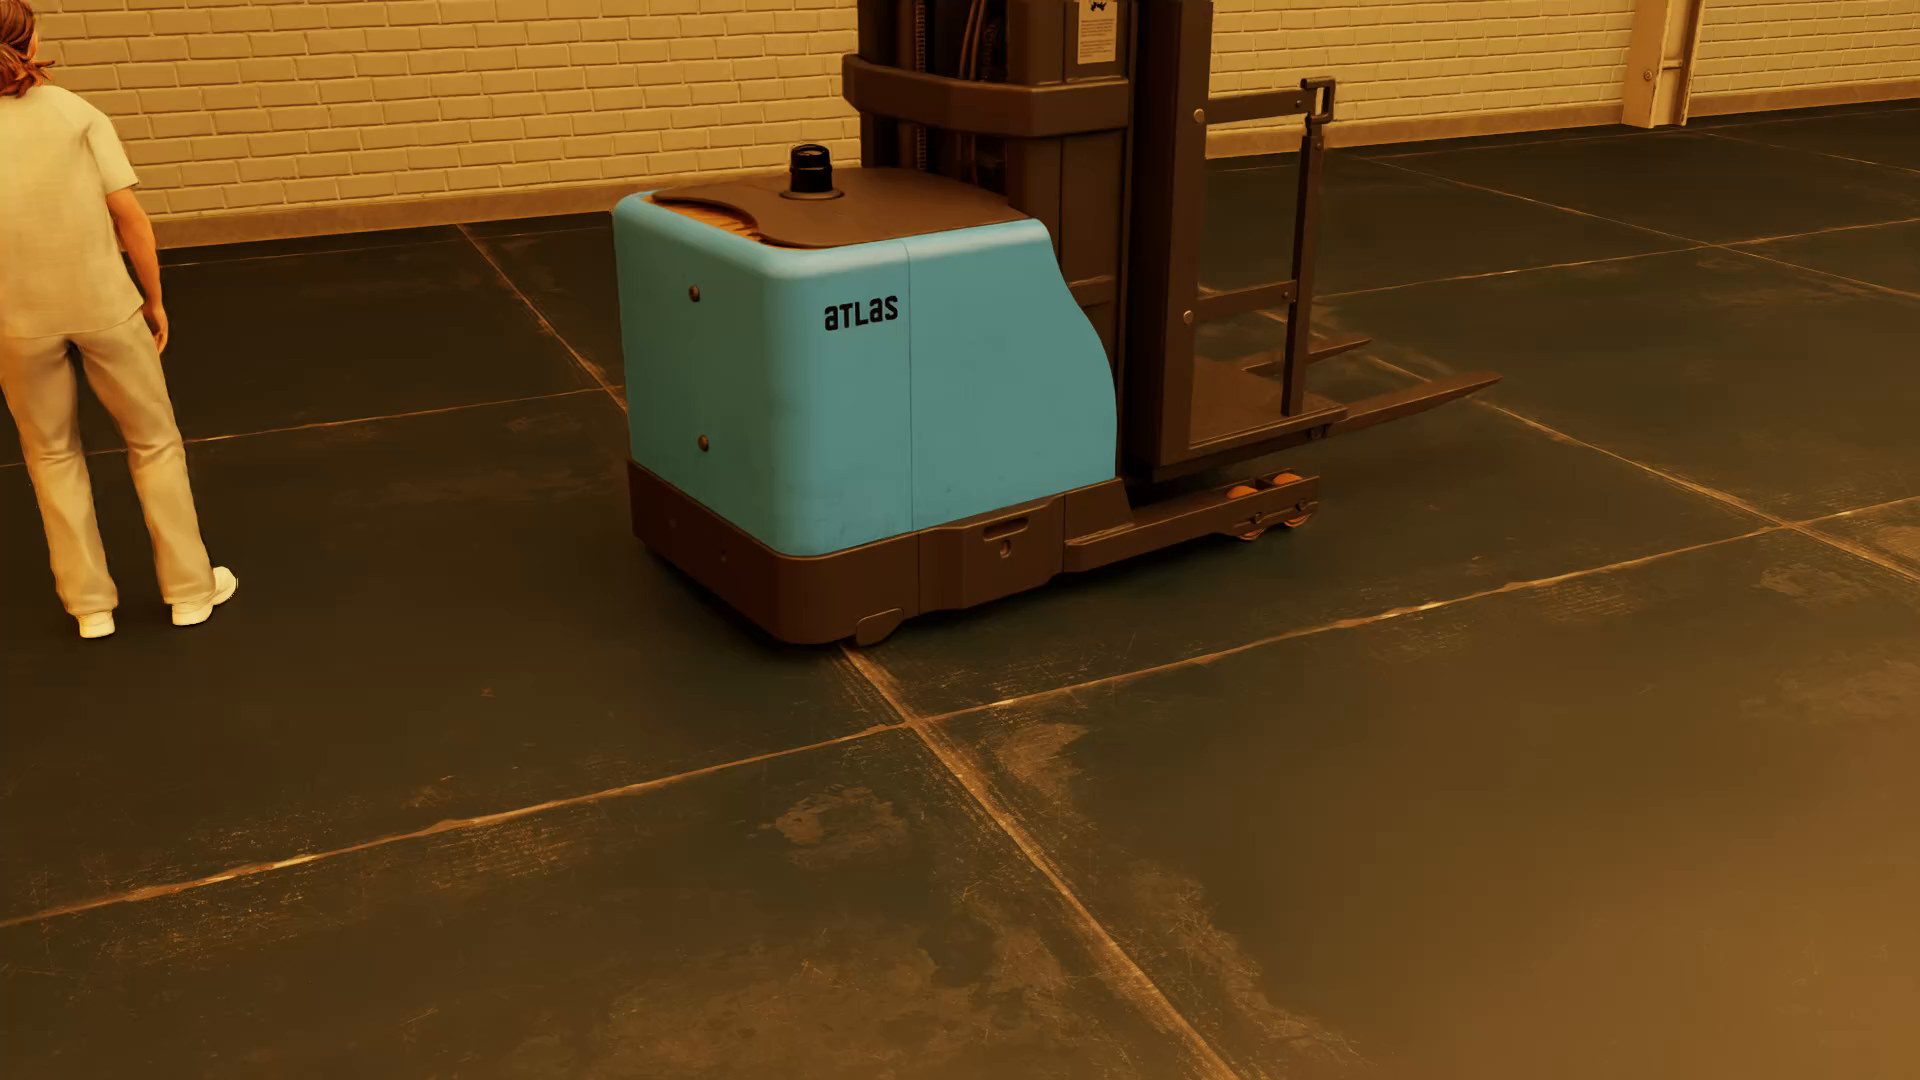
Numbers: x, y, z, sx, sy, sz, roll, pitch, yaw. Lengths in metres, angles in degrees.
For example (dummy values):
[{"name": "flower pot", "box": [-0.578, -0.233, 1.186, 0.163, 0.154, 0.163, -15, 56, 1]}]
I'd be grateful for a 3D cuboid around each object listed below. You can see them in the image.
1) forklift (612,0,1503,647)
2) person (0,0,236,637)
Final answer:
[{"name": "forklift", "box": [0.513, -1.501, 4.900, 3.031, 2.935, 1.130, -15, 27, -32]}, {"name": "person", "box": [-2.279, -0.560, 4.279, 0.540, 1.670, 0.369, -12, 25, -26]}]
